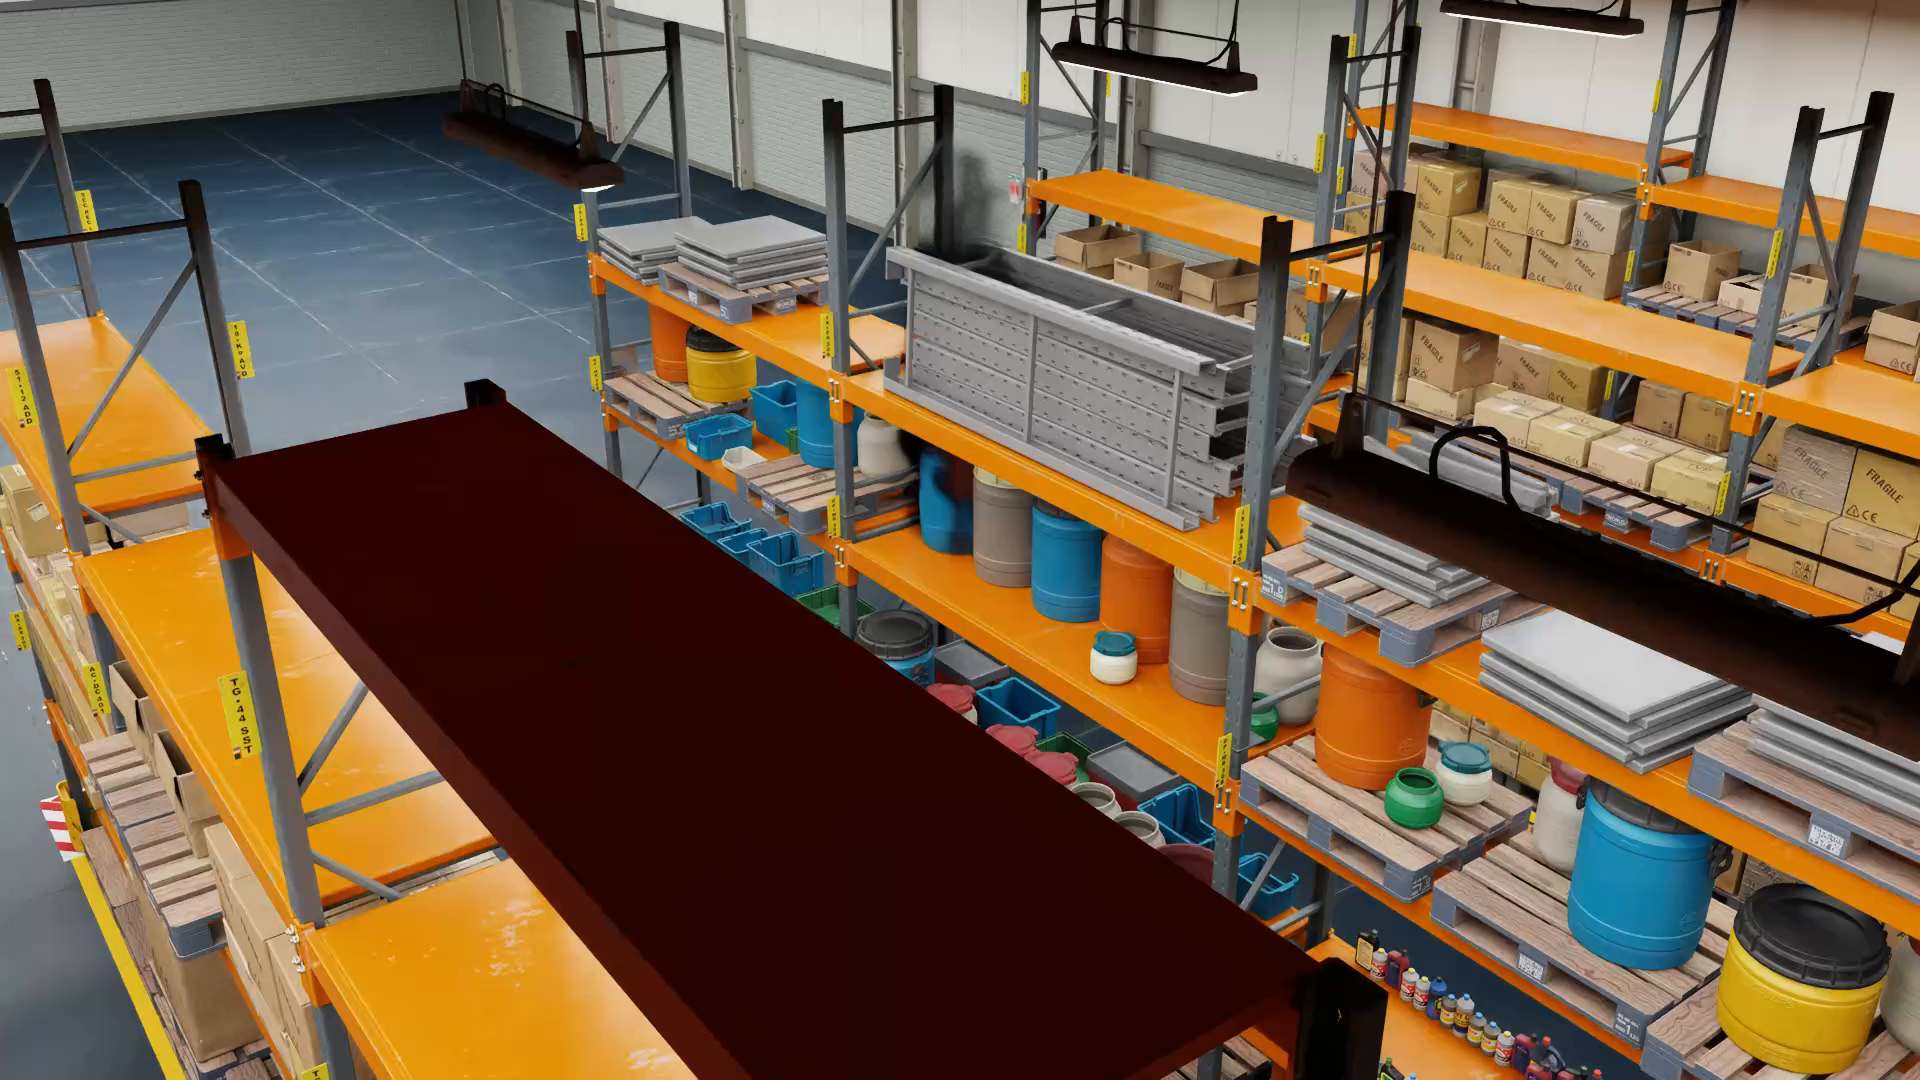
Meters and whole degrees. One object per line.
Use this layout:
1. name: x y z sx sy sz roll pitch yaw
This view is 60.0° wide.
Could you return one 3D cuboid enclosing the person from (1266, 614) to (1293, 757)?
1. person: 2.601 1.275 13.656 0.601 1.643 0.550 -21 32 -37
